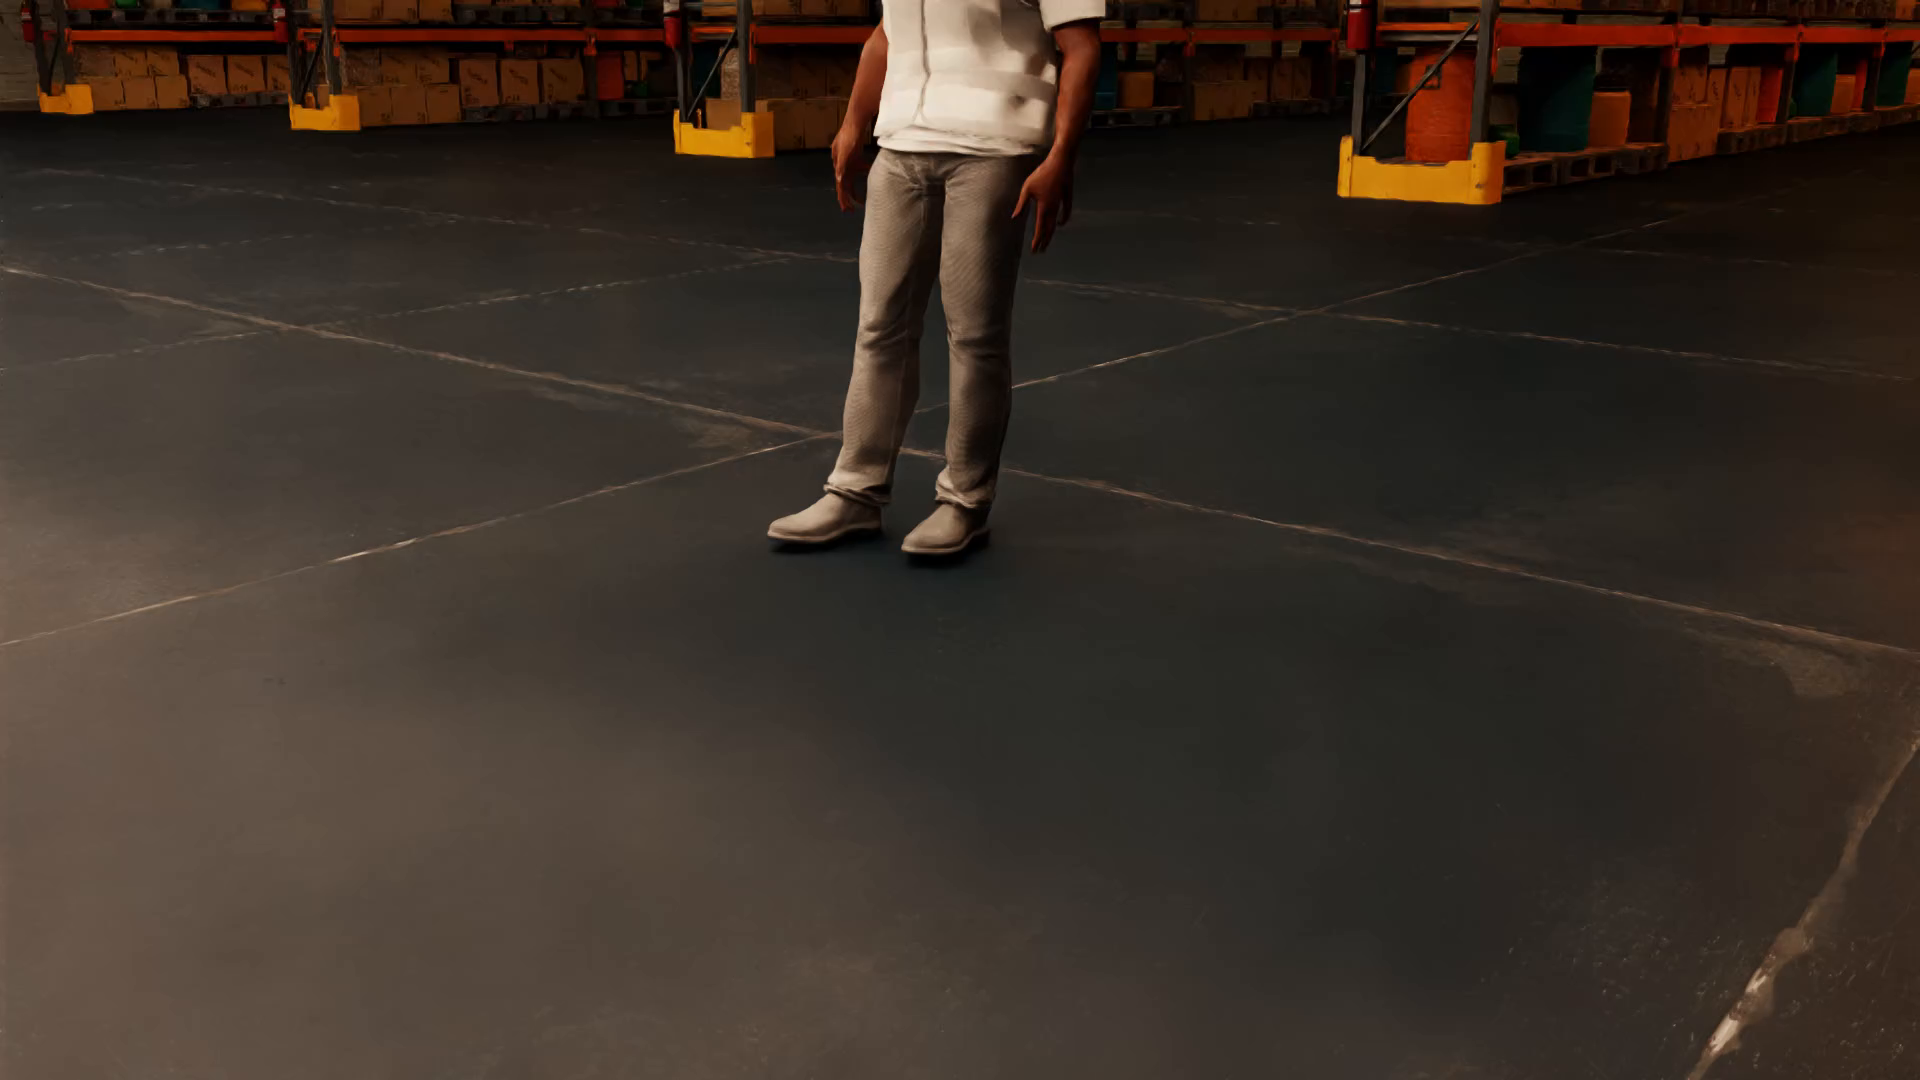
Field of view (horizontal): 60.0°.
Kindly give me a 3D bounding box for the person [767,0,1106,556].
[{"bbox_3d":[-0.049,-0.837,3.635,0.665,1.766,0.576,13,21,37],"label":"person"}]
